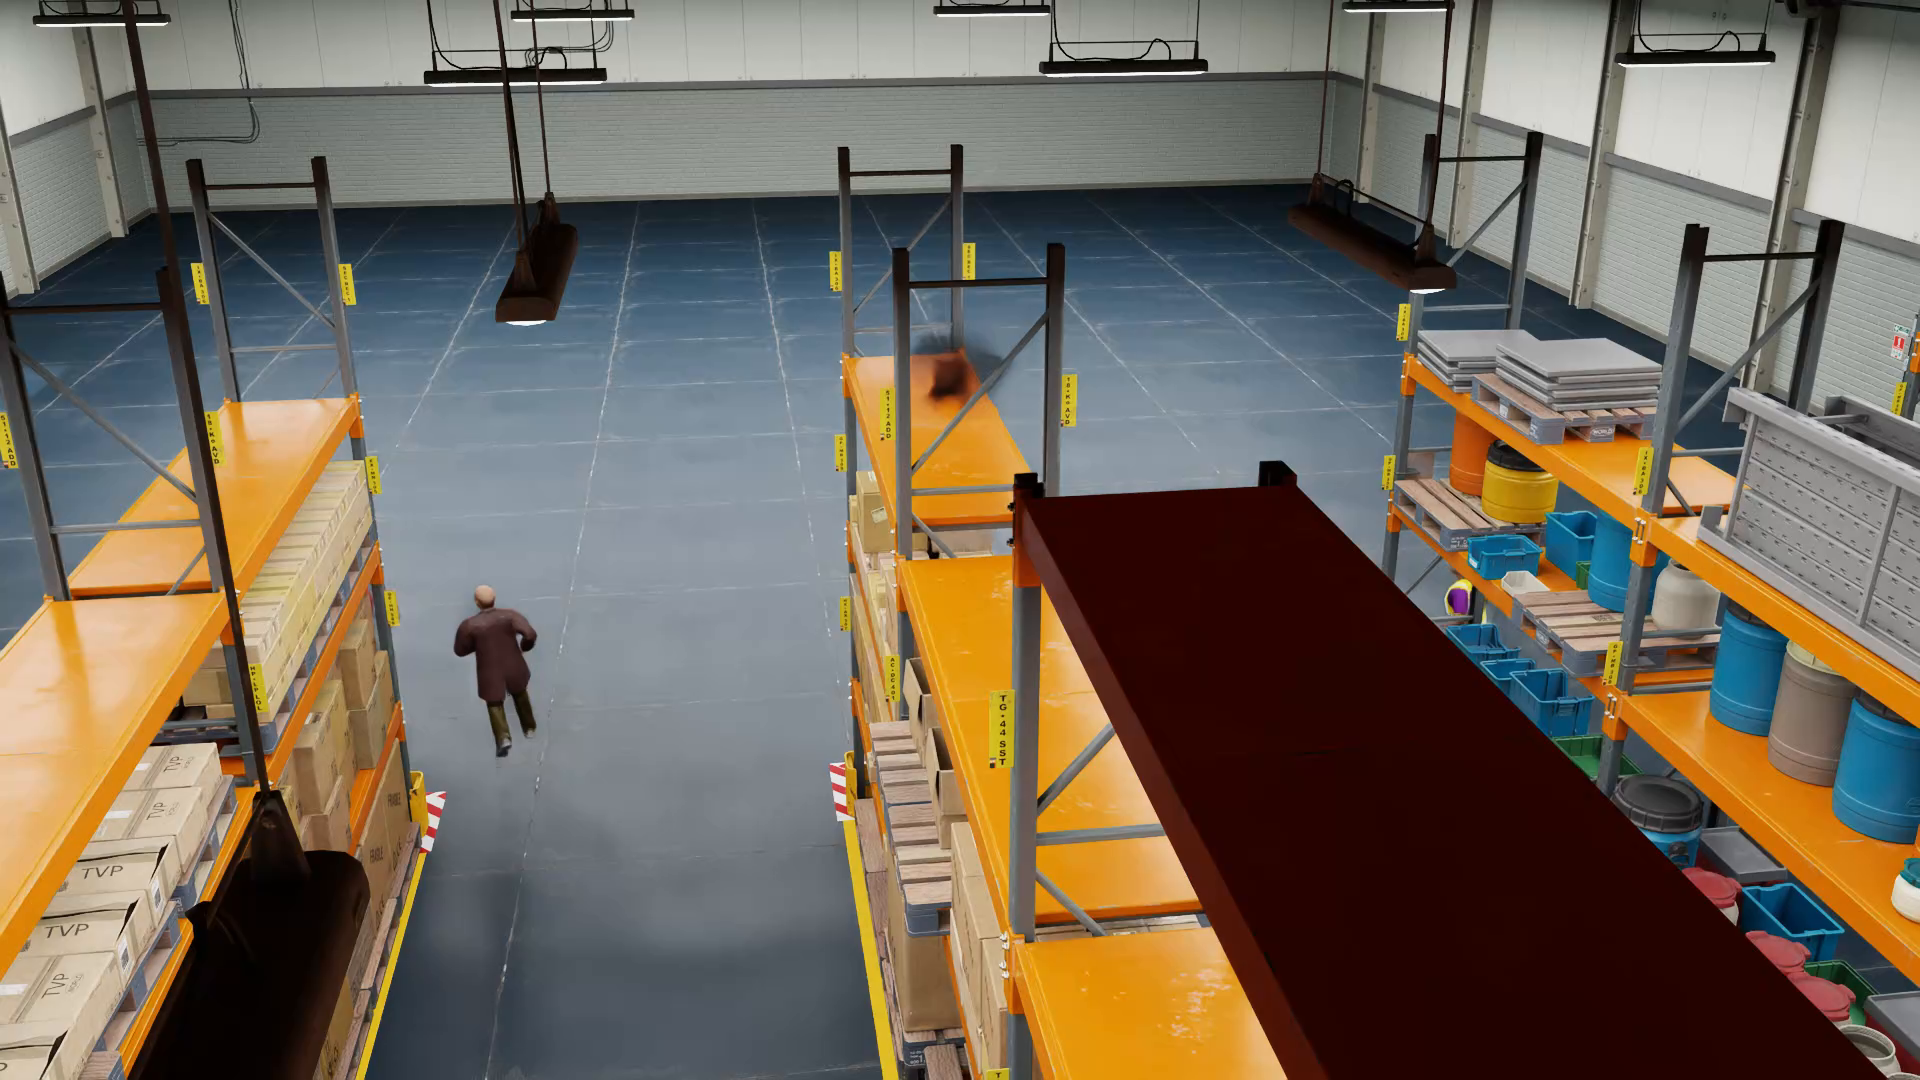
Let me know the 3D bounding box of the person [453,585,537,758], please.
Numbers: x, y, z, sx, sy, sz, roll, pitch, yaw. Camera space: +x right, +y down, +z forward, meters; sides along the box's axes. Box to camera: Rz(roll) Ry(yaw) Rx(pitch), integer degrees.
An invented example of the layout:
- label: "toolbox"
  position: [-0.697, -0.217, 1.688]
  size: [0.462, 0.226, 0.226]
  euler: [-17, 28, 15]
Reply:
- label: "person"
  position: [-4.307, 1.227, 15.487]
  size: [0.733, 1.756, 0.957]
  euler: [-9, 23, -21]

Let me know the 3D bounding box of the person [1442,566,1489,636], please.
- label: "person"
  position: [5.215, 0.913, 17.055]
  size: [0.717, 1.701, 0.815]
  euler: [-16, 27, -35]

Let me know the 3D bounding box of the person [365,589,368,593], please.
- label: "person"
  position: [-6.242, 1.008, 16.801]
  size: [0.681, 1.737, 0.662]
  euler: [19, 28, 39]
